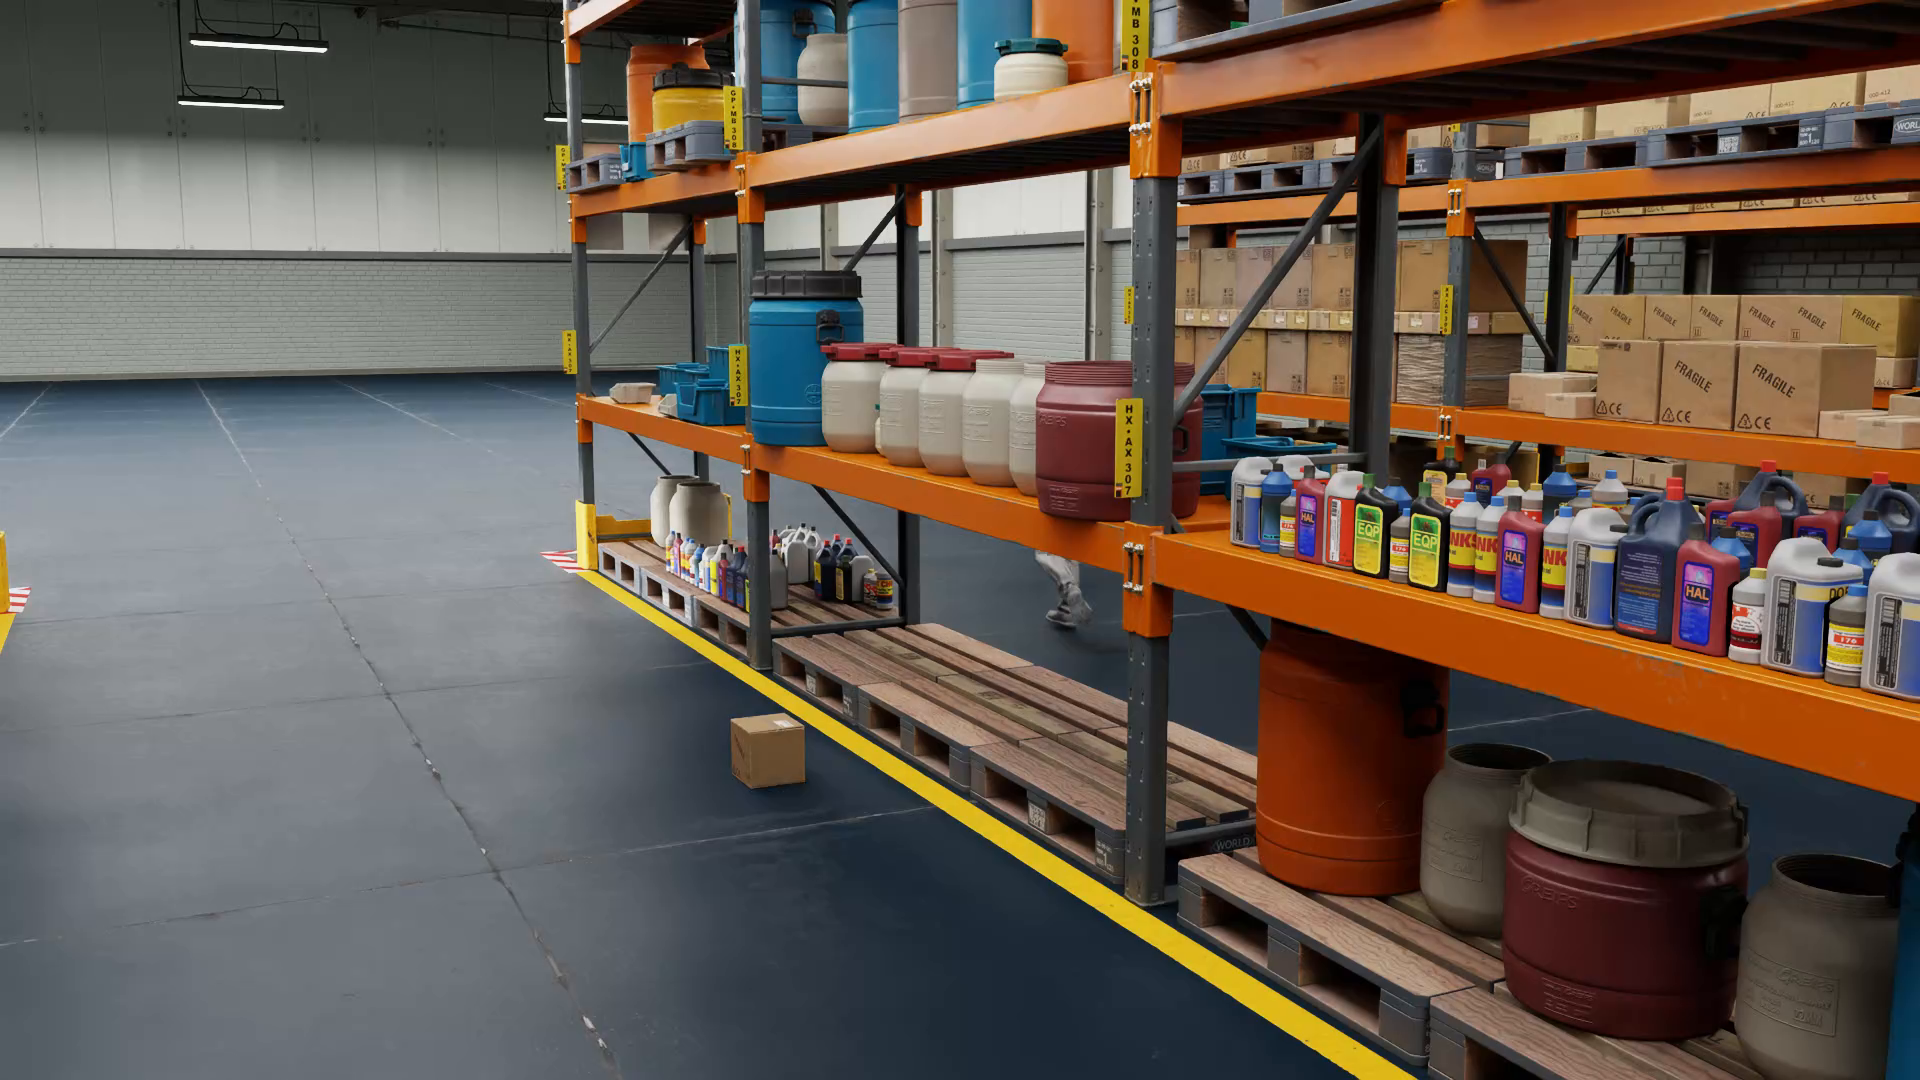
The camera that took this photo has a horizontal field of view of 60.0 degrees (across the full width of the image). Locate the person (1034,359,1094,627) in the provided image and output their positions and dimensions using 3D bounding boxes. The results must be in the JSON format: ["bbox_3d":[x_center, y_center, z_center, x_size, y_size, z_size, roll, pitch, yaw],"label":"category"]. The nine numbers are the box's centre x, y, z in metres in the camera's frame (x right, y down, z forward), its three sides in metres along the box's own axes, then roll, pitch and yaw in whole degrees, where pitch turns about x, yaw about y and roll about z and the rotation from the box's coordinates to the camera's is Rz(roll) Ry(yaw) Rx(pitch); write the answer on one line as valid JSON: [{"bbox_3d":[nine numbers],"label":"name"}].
[{"bbox_3d":[0.605,-0.269,10.174,0.519,1.660,0.607,-3,9,-21],"label":"person"}]
